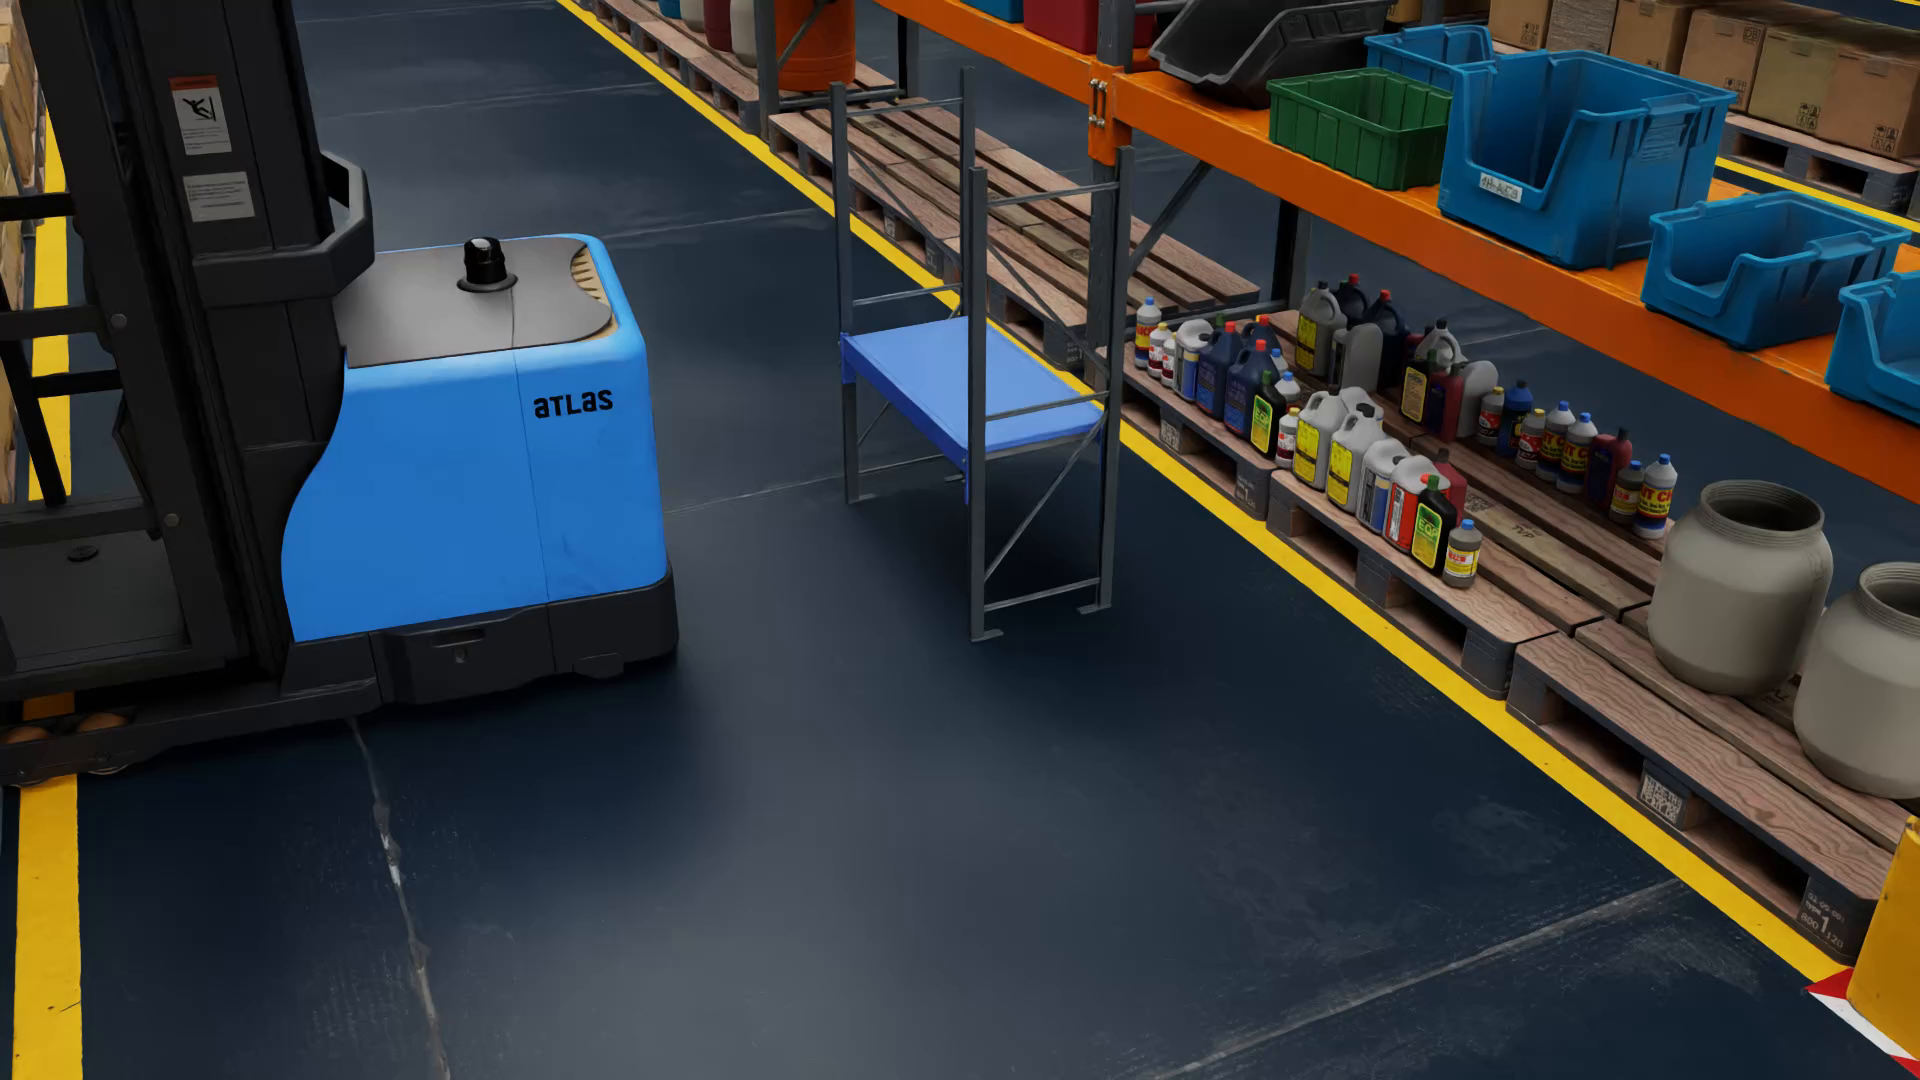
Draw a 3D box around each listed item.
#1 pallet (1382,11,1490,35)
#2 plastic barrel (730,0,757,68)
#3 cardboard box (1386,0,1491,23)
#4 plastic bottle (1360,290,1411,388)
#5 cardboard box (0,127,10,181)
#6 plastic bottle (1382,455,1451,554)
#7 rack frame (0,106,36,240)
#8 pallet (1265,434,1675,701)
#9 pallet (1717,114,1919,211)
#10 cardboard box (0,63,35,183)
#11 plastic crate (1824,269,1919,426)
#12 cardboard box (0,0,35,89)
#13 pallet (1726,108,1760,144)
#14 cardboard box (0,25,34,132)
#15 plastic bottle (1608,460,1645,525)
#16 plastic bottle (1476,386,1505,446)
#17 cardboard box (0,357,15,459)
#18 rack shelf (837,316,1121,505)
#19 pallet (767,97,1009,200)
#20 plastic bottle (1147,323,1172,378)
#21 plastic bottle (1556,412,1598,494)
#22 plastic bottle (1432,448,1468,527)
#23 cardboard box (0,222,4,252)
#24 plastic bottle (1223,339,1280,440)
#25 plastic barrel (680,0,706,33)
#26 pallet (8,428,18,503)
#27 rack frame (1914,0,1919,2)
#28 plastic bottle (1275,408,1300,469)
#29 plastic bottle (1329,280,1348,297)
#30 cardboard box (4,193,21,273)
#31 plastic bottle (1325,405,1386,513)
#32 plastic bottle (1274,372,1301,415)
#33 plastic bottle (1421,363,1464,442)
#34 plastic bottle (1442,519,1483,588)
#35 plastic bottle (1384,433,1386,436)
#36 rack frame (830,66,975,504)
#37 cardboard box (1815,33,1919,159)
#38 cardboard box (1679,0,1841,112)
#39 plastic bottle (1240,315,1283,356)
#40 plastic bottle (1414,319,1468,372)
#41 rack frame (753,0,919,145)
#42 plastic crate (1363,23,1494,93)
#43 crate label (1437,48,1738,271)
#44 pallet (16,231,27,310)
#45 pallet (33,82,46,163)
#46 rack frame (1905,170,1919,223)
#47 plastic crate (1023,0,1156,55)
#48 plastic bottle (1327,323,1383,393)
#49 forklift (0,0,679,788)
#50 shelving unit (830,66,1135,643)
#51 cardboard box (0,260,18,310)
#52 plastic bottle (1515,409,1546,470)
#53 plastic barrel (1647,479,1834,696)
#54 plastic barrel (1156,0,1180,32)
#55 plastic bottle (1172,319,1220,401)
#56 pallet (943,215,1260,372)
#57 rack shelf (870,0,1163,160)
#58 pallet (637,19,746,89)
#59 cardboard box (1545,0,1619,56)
[{"bbox_3d":[3.477,-3.998,12.664,1.003,0.211,1.213,-13,32,-22],"label":"pallet"},{"bbox_3d":[-1.275,-3.352,10.774,0.421,0.512,0.421,0,29,0],"label":"plastic barrel"},{"bbox_3d":[3.470,-4.416,12.301,1.225,0.875,0.875,-15,32,-24],"label":"cardboard box"},{"bbox_3d":[1.610,-0.771,6.317,0.144,0.351,0.185,-15,32,-24],"label":"plastic bottle"},{"bbox_3d":[-4.754,-1.821,7.739,0.500,0.311,0.500,-12,32,-21],"label":"cardboard box"},{"bbox_3d":[1.440,-0.117,5.226,0.152,0.276,0.135,-13,32,-22],"label":"plastic bottle"},{"bbox_3d":[-5.201,-2.772,7.626,1.000,3.000,0.127,-13,32,-22],"label":"rack frame"},{"bbox_3d":[1.769,0.018,5.502,1.003,0.211,1.213,-13,32,-22],"label":"pallet"},{"bbox_3d":[5.129,-2.211,9.477,1.003,0.211,1.213,-13,32,-22],"label":"pallet"},{"bbox_3d":[-5.139,-2.135,8.596,0.500,0.500,0.500,-12,31,-20],"label":"cardboard box"},{"bbox_3d":[2.223,-0.370,3.495,0.499,0.251,0.616,-13,32,-22],"label":"plastic crate"},{"bbox_3d":[-6.028,-3.041,10.212,0.500,0.500,0.500,-13,32,-21],"label":"cardboard box"},{"bbox_3d":[4.601,-2.750,10.439,1.003,0.211,1.213,-13,32,-22],"label":"pallet"},{"bbox_3d":[-5.579,-2.587,9.403,0.500,0.500,0.500,-14,32,-23],"label":"cardboard box"},{"bbox_3d":[2.167,-0.160,5.380,0.097,0.201,0.097,0,29,0],"label":"plastic bottle"},{"bbox_3d":[1.890,-0.444,5.887,0.097,0.201,0.097,0,29,0],"label":"plastic bottle"},{"bbox_3d":[-3.652,-0.445,5.859,0.500,0.250,0.500,-12,32,-21],"label":"cardboard box"},{"bbox_3d":[0.037,-0.460,5.404,0.538,0.185,1.000,-13,32,-22],"label":"rack shelf"},{"bbox_3d":[-0.429,-2.244,9.536,1.003,0.211,1.213,-13,32,-22],"label":"pallet"},{"bbox_3d":[0.776,-0.737,6.409,0.097,0.201,0.097,0,29,0],"label":"plastic bottle"},{"bbox_3d":[2.064,-0.296,5.551,0.097,0.271,0.097,0,29,0],"label":"plastic bottle"},{"bbox_3d":[1.536,-0.142,5.265,0.061,0.283,0.133,-13,32,-22],"label":"plastic bottle"},{"bbox_3d":[-4.311,-1.369,6.933,0.500,0.311,0.500,-13,32,-22],"label":"cardboard box"},{"bbox_3d":[1.044,-0.553,5.928,0.144,0.351,0.185,-15,32,-24],"label":"plastic bottle"},{"bbox_3d":[-1.760,-3.850,11.664,0.421,0.512,0.421,0,29,0],"label":"plastic barrel"},{"bbox_3d":[-3.836,-0.106,5.723,1.003,0.211,1.213,-13,32,-22],"label":"pallet"},{"bbox_3d":[8.270,-5.847,13.111,1.000,3.000,0.127,-13,32,-22],"label":"rack frame"},{"bbox_3d":[1.144,-0.358,5.732,0.097,0.201,0.097,0,29,0],"label":"plastic bottle"},{"bbox_3d":[1.495,-0.907,6.629,0.061,0.283,0.133,-11,31,-20],"label":"plastic bottle"},{"bbox_3d":[-4.531,-1.348,7.468,0.500,0.250,0.500,-13,32,-23],"label":"cardboard box"},{"bbox_3d":[1.306,-0.283,5.446,0.144,0.351,0.185,-12,31,-20],"label":"plastic bottle"},{"bbox_3d":[1.141,-0.461,5.845,0.097,0.271,0.097,0,29,0],"label":"plastic bottle"},{"bbox_3d":[1.719,-0.504,5.909,0.061,0.283,0.133,-13,32,-22],"label":"plastic bottle"},{"bbox_3d":[1.524,0.033,5.036,0.097,0.201,0.097,0,29,0],"label":"plastic bottle"},{"bbox_3d":[1.396,-0.262,5.562,0.097,0.201,0.097,0,29,0],"label":"plastic bottle"},{"bbox_3d":[-0.182,-0.841,5.716,0.500,1.500,0.032,-13,32,-22],"label":"rack frame"},{"bbox_3d":[5.220,-2.461,9.177,0.700,0.500,0.500,-16,33,-26],"label":"cardboard box"},{"bbox_3d":[4.792,-2.922,10.001,0.700,0.500,0.500,-16,33,-26],"label":"cardboard box"},{"bbox_3d":[1.093,-0.666,6.130,0.144,0.351,0.185,-13,32,-22],"label":"plastic bottle"},{"bbox_3d":[1.749,-0.629,6.063,0.144,0.351,0.185,-13,32,-22],"label":"plastic bottle"},{"bbox_3d":[-0.726,-3.810,9.478,1.000,3.000,0.127,-13,32,-22],"label":"rack frame"},{"bbox_3d":[1.711,-1.547,5.593,0.499,0.251,0.616,-13,32,-22],"label":"plastic crate"},{"bbox_3d":[1.674,-1.048,4.516,0.502,0.435,0.616,-13,32,-22],"label":"crate label"},{"bbox_3d":[-4.883,-1.184,7.645,1.003,0.211,1.213,-13,32,-22],"label":"pallet"},{"bbox_3d":[-6.008,-2.432,9.871,1.003,0.211,1.213,-13,32,-22],"label":"pallet"},{"bbox_3d":[5.464,-3.083,8.182,1.000,3.000,0.127,-13,32,-22],"label":"rack frame"},{"bbox_3d":[0.507,-2.221,6.578,0.402,0.464,0.583,-13,32,-22],"label":"plastic crate"},{"bbox_3d":[1.487,-0.696,6.260,0.152,0.276,0.135,-13,32,-22],"label":"plastic bottle"},{"bbox_3d":[-2.431,-0.891,4.343,3.031,2.935,1.130,-9,31,-16],"label":"forklift"},{"bbox_3d":[0.037,-0.616,5.316,0.538,1.500,1.048,-13,32,-22],"label":"shelving unit"},{"bbox_3d":[-4.094,-0.898,6.667,0.500,0.250,0.500,-12,32,-21],"label":"cardboard box"},{"bbox_3d":[1.979,-0.353,5.725,0.097,0.201,0.097,0,29,0],"label":"plastic bottle"},{"bbox_3d":[2.141,0.129,4.567,0.421,0.512,0.421,0,29,0],"label":"plastic barrel"},{"bbox_3d":[1.099,-2.496,6.622,0.600,0.901,0.708,-13,32,-22],"label":"plastic barrel"},{"bbox_3d":[0.895,-0.677,6.226,0.152,0.276,0.135,-12,31,-20],"label":"plastic bottle"},{"bbox_3d":[0.619,-1.166,7.613,1.003,0.211,1.213,-13,32,-22],"label":"pallet"},{"bbox_3d":[0.132,-2.613,8.079,1.077,0.370,4.000,-13,32,-22],"label":"rack shelf"},{"bbox_3d":[-1.622,-3.472,11.725,1.003,0.211,1.213,-13,32,-22],"label":"pallet"},{"bbox_3d":[4.303,-3.418,10.884,0.700,0.500,0.500,-16,33,-26],"label":"cardboard box"}]
